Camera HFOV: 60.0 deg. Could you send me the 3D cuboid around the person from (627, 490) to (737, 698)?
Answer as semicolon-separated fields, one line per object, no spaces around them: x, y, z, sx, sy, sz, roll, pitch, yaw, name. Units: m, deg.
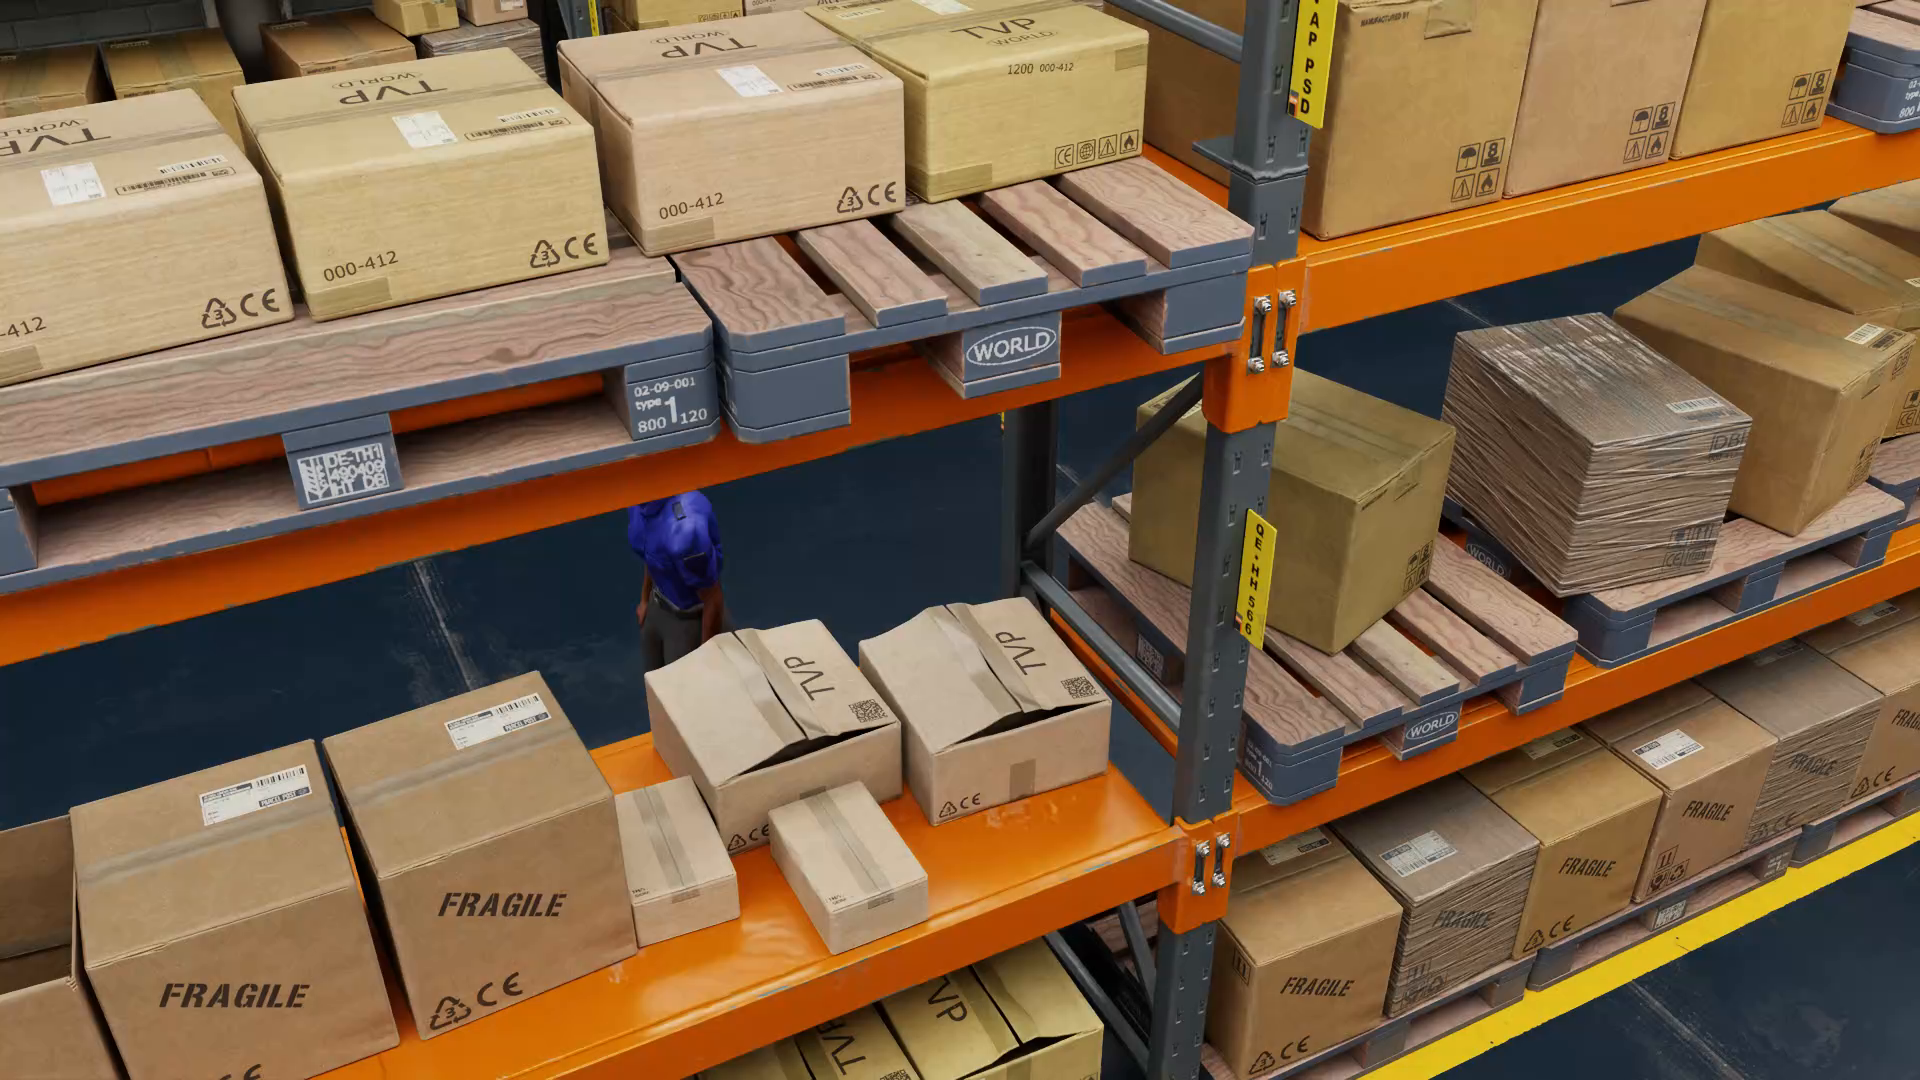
-0.968;0.302;5.685;0.352;1.653;0.531;-19;38;-26;person
